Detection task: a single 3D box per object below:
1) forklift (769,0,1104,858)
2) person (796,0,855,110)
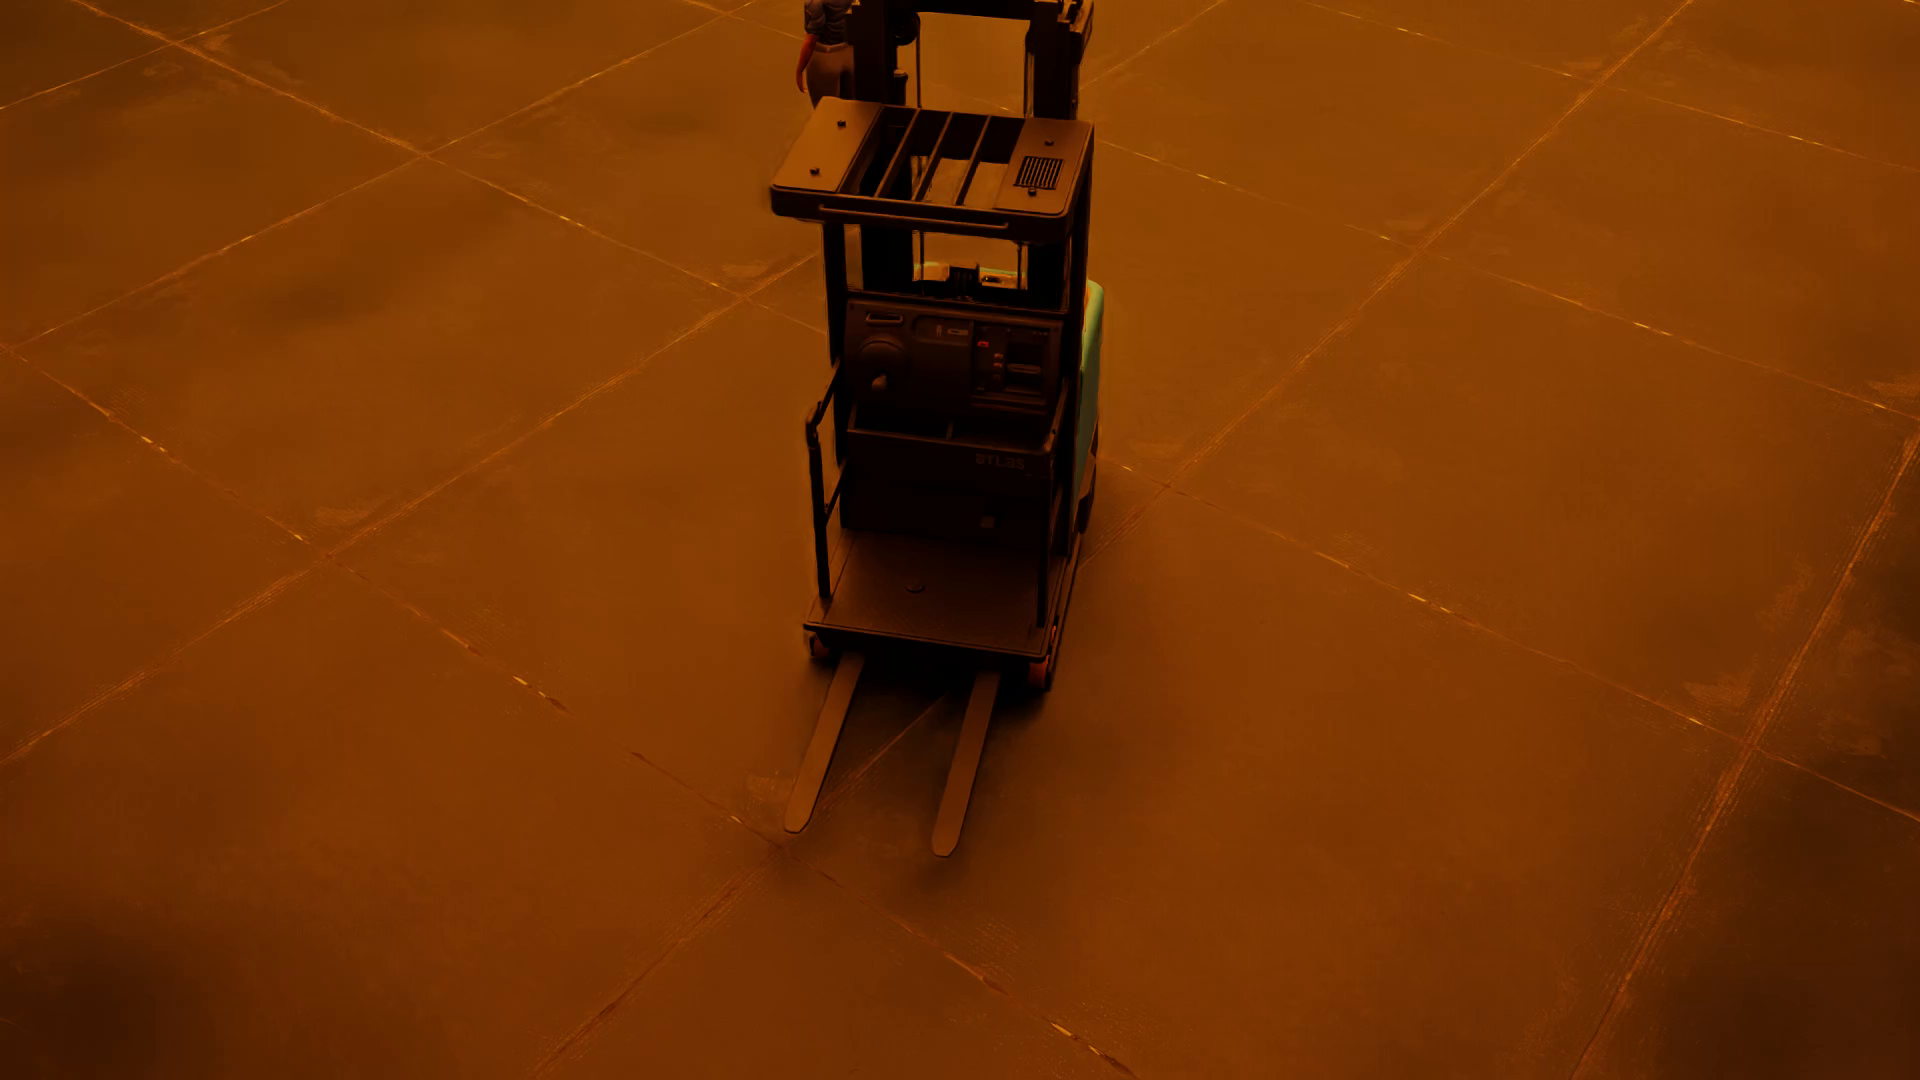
[{"bbox_3d":[-0.074,-0.705,6.901,1.130,2.935,3.031,7,41,9],"label":"forklift"},{"bbox_3d":[-0.870,-3.090,10.671,0.504,1.654,0.569,30,49,31],"label":"person"}]
